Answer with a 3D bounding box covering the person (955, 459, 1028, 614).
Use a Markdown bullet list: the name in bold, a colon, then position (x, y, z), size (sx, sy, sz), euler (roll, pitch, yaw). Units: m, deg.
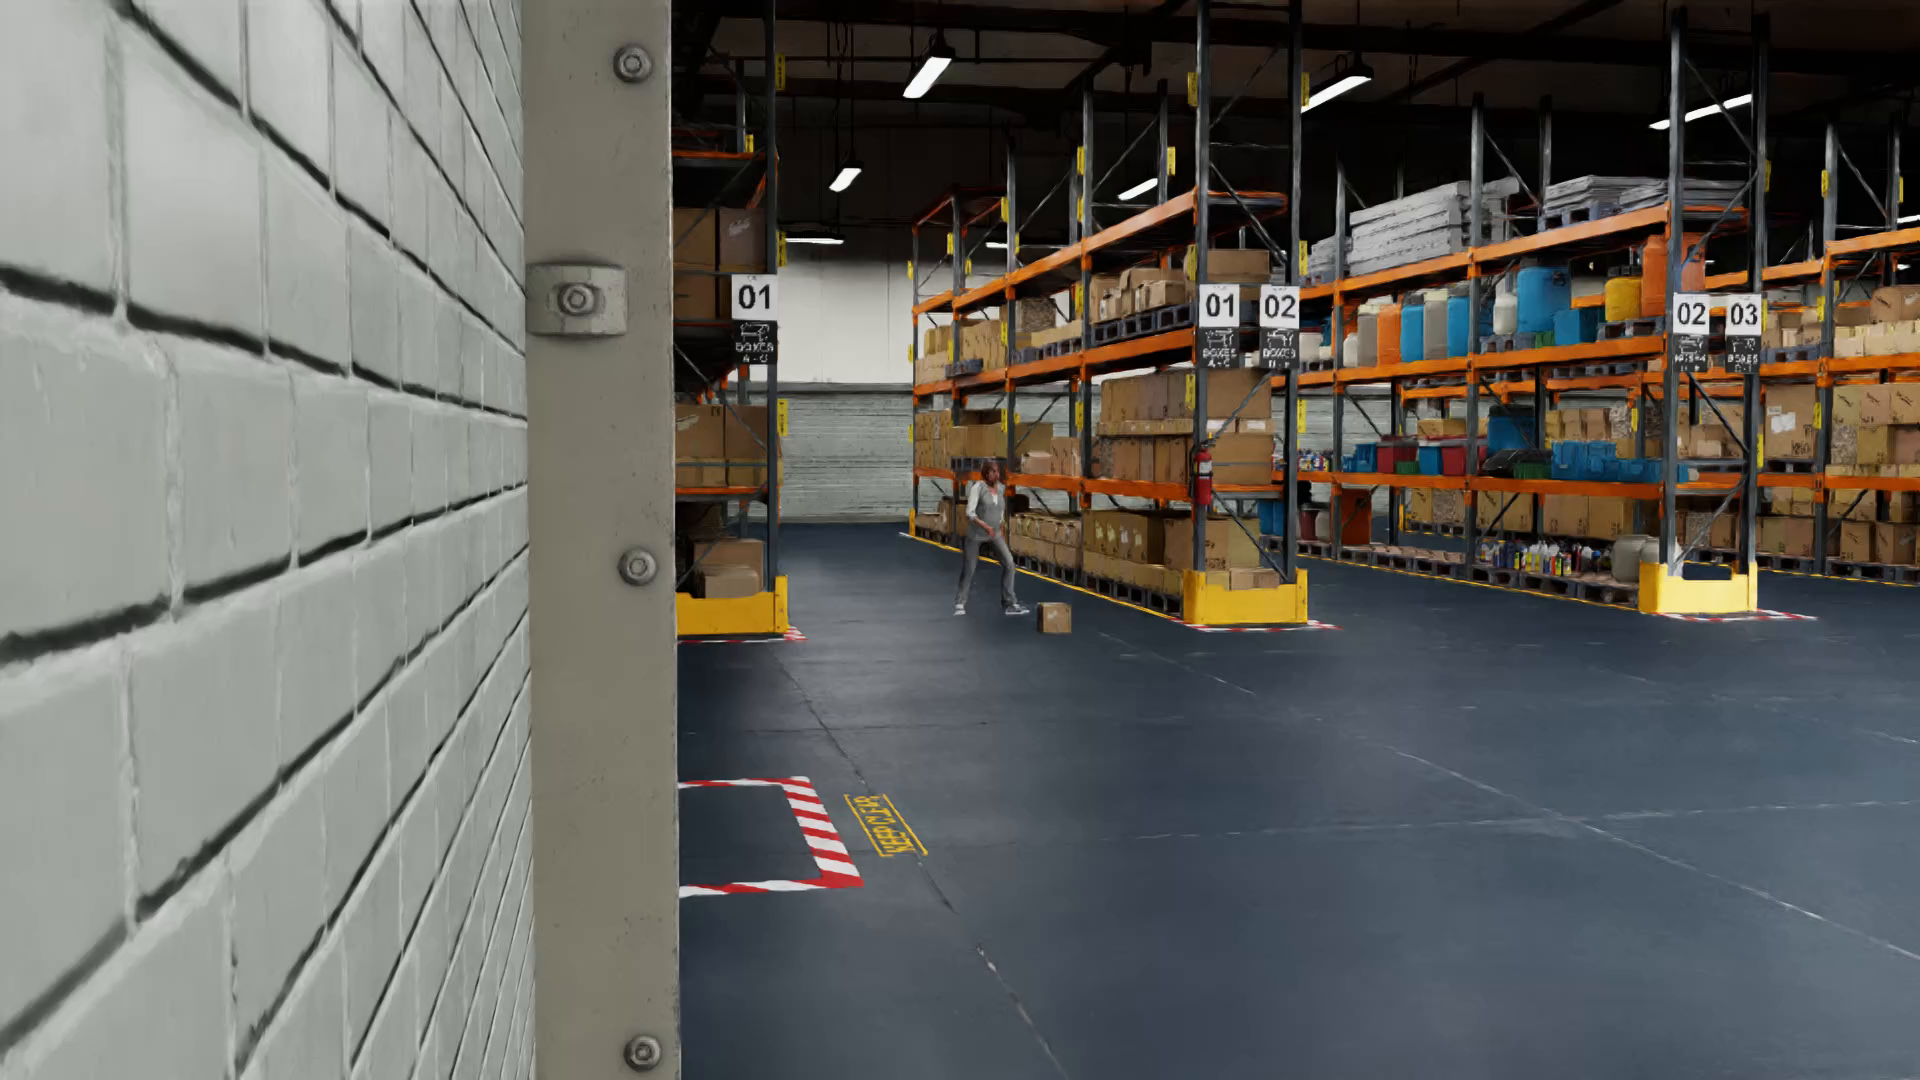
- **person**: position (0.262, -0.028, 16.304), size (0.566, 1.540, 0.743), euler (-2, 4, -29)
